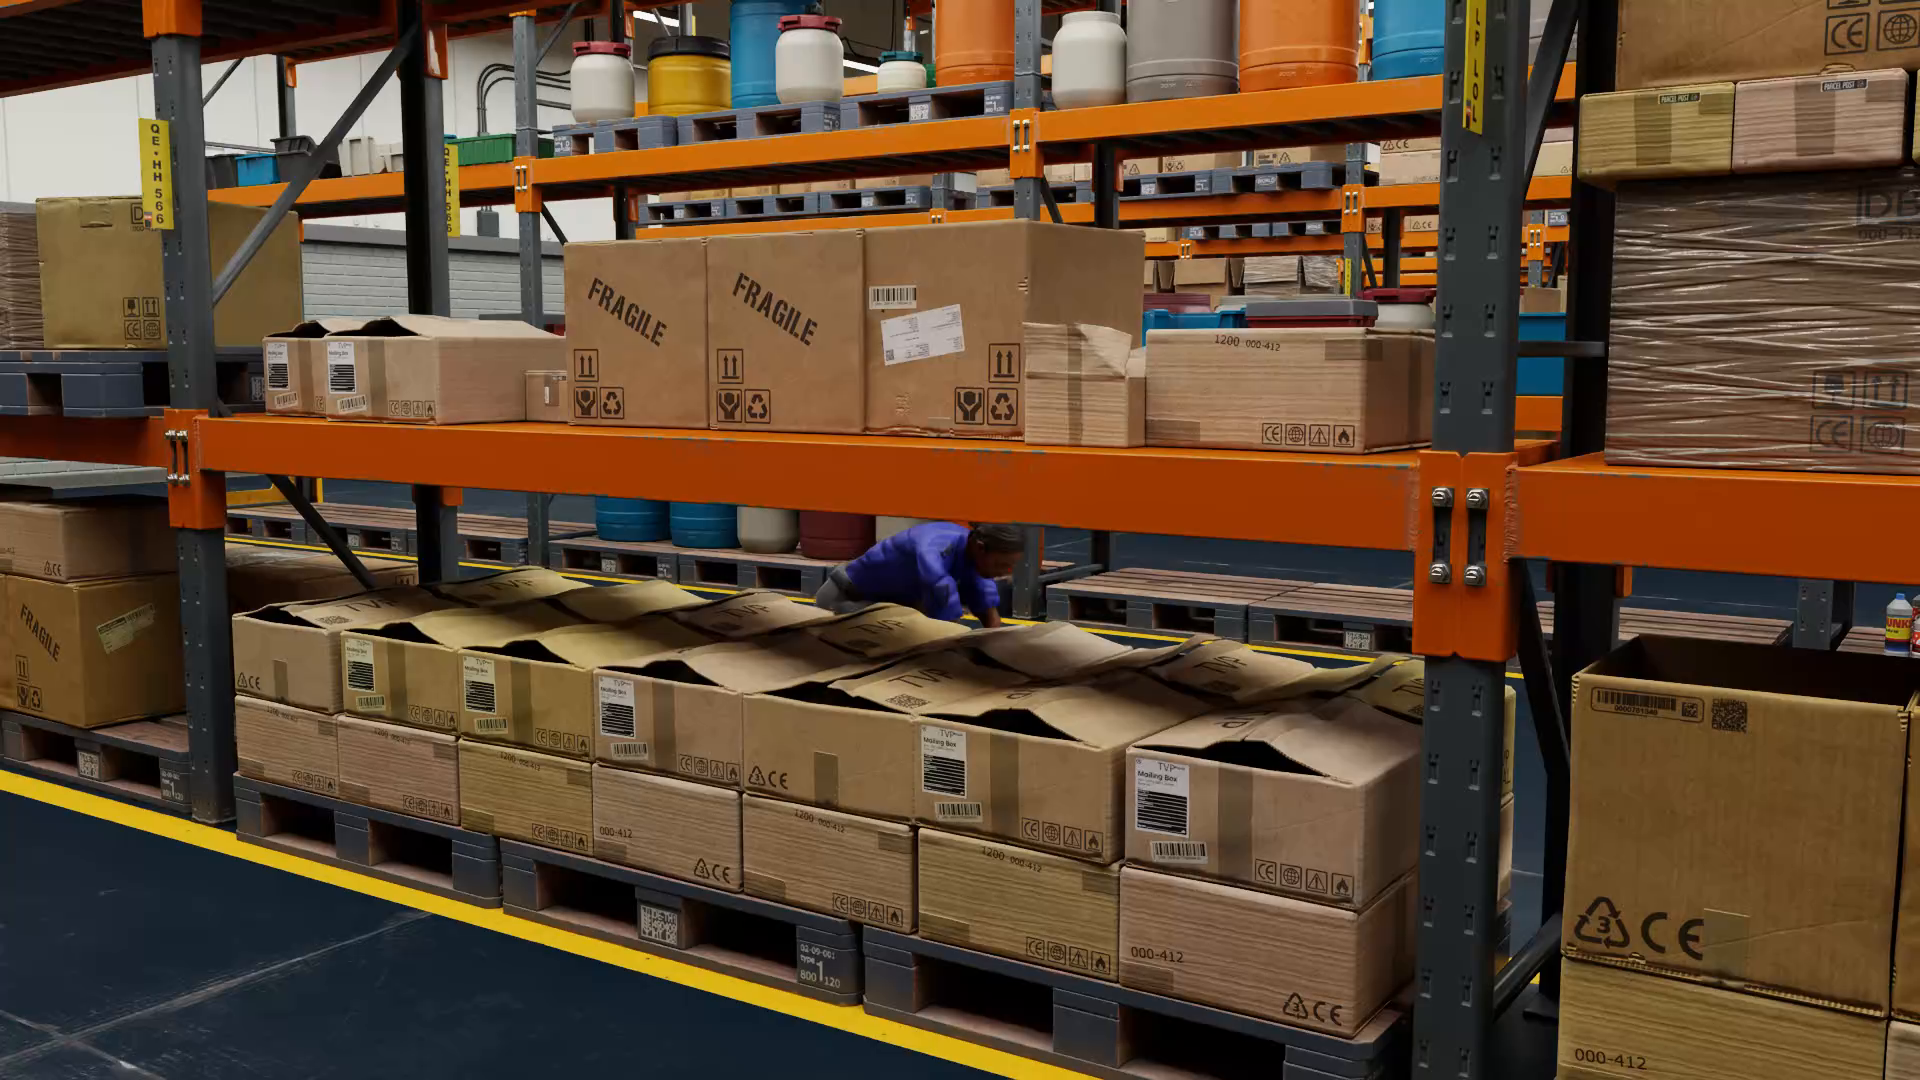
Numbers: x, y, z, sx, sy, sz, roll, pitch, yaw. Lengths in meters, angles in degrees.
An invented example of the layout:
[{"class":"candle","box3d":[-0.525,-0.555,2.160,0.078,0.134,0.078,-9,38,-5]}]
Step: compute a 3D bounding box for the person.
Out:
[{"class":"person","box3d":[-0.125,0.351,6.154,0.854,0.940,0.463,4,8,32]}]
